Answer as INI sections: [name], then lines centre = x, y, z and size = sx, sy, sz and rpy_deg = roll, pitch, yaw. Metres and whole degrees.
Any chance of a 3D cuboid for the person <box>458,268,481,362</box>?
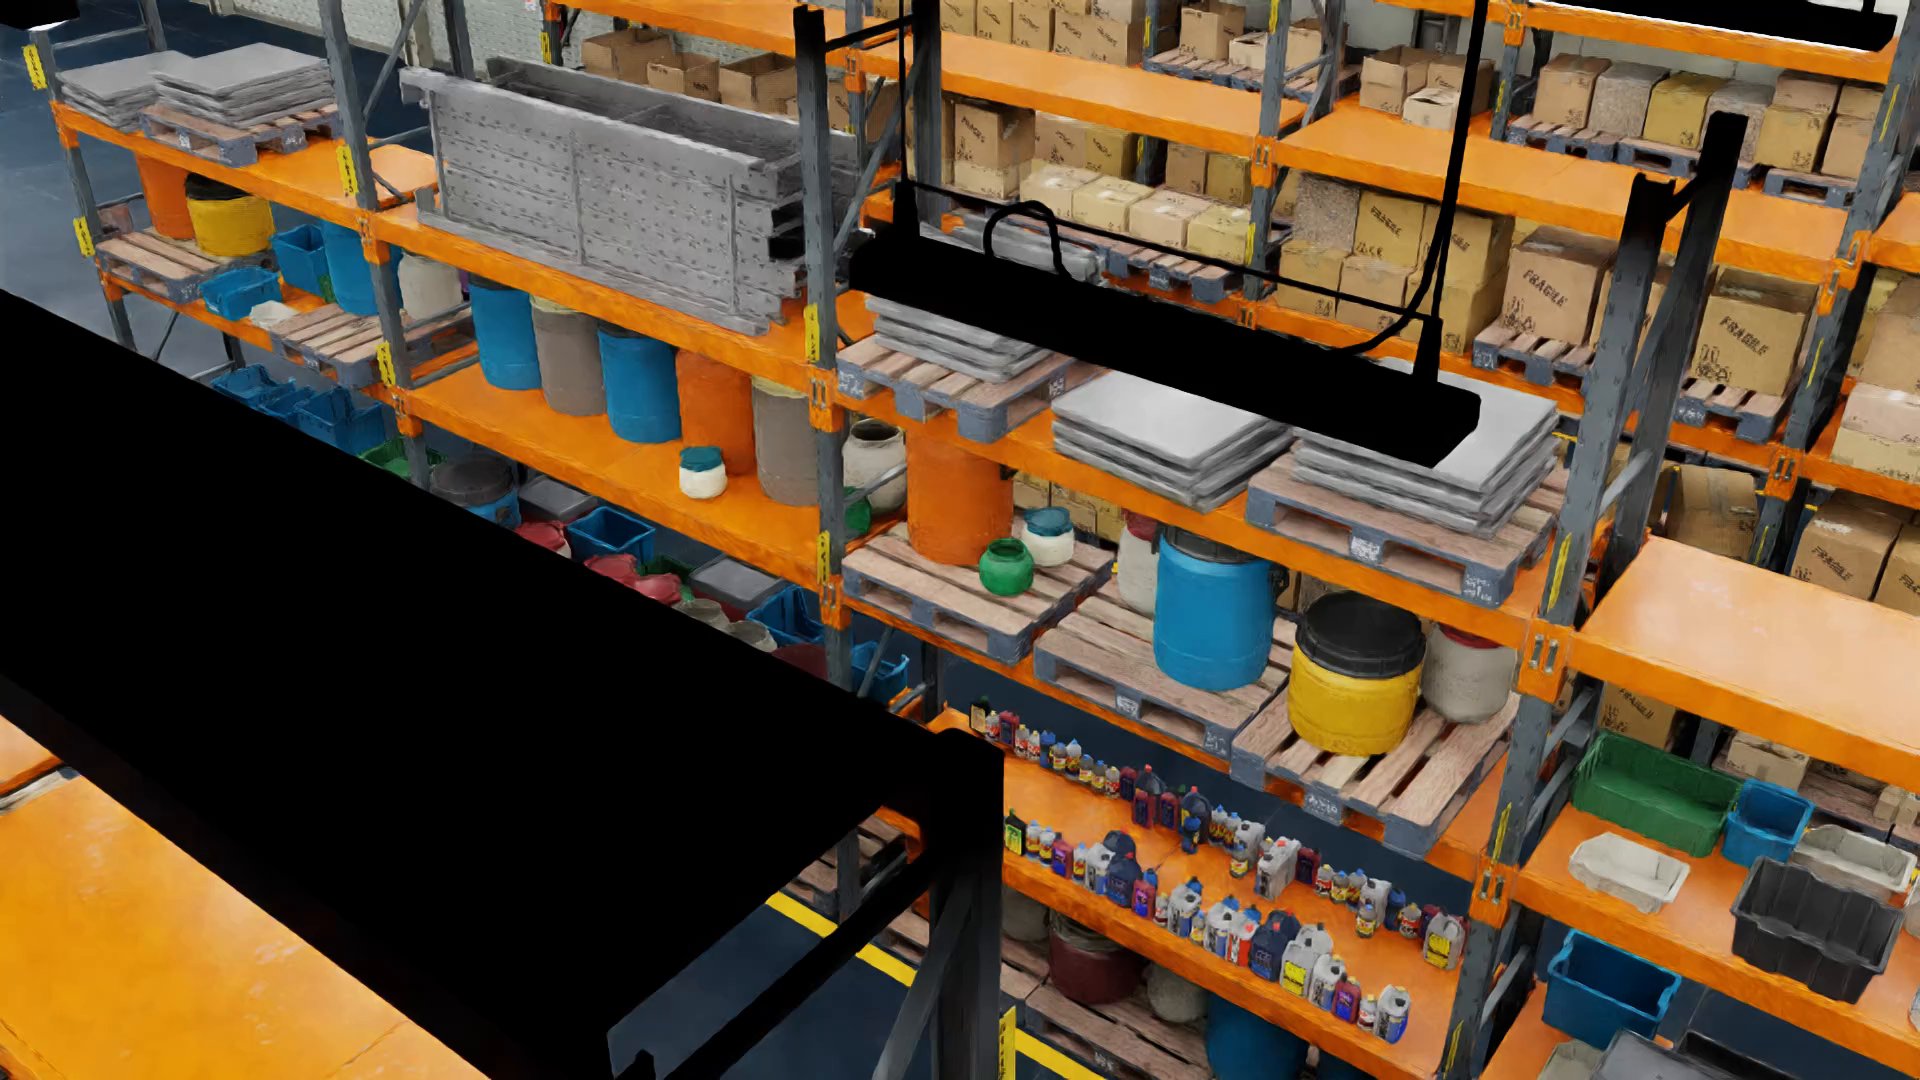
[person]
centre = -5.384, -2.751, 18.219
size = 0.534, 1.596, 0.346
rpy_deg = 13, 34, 20
